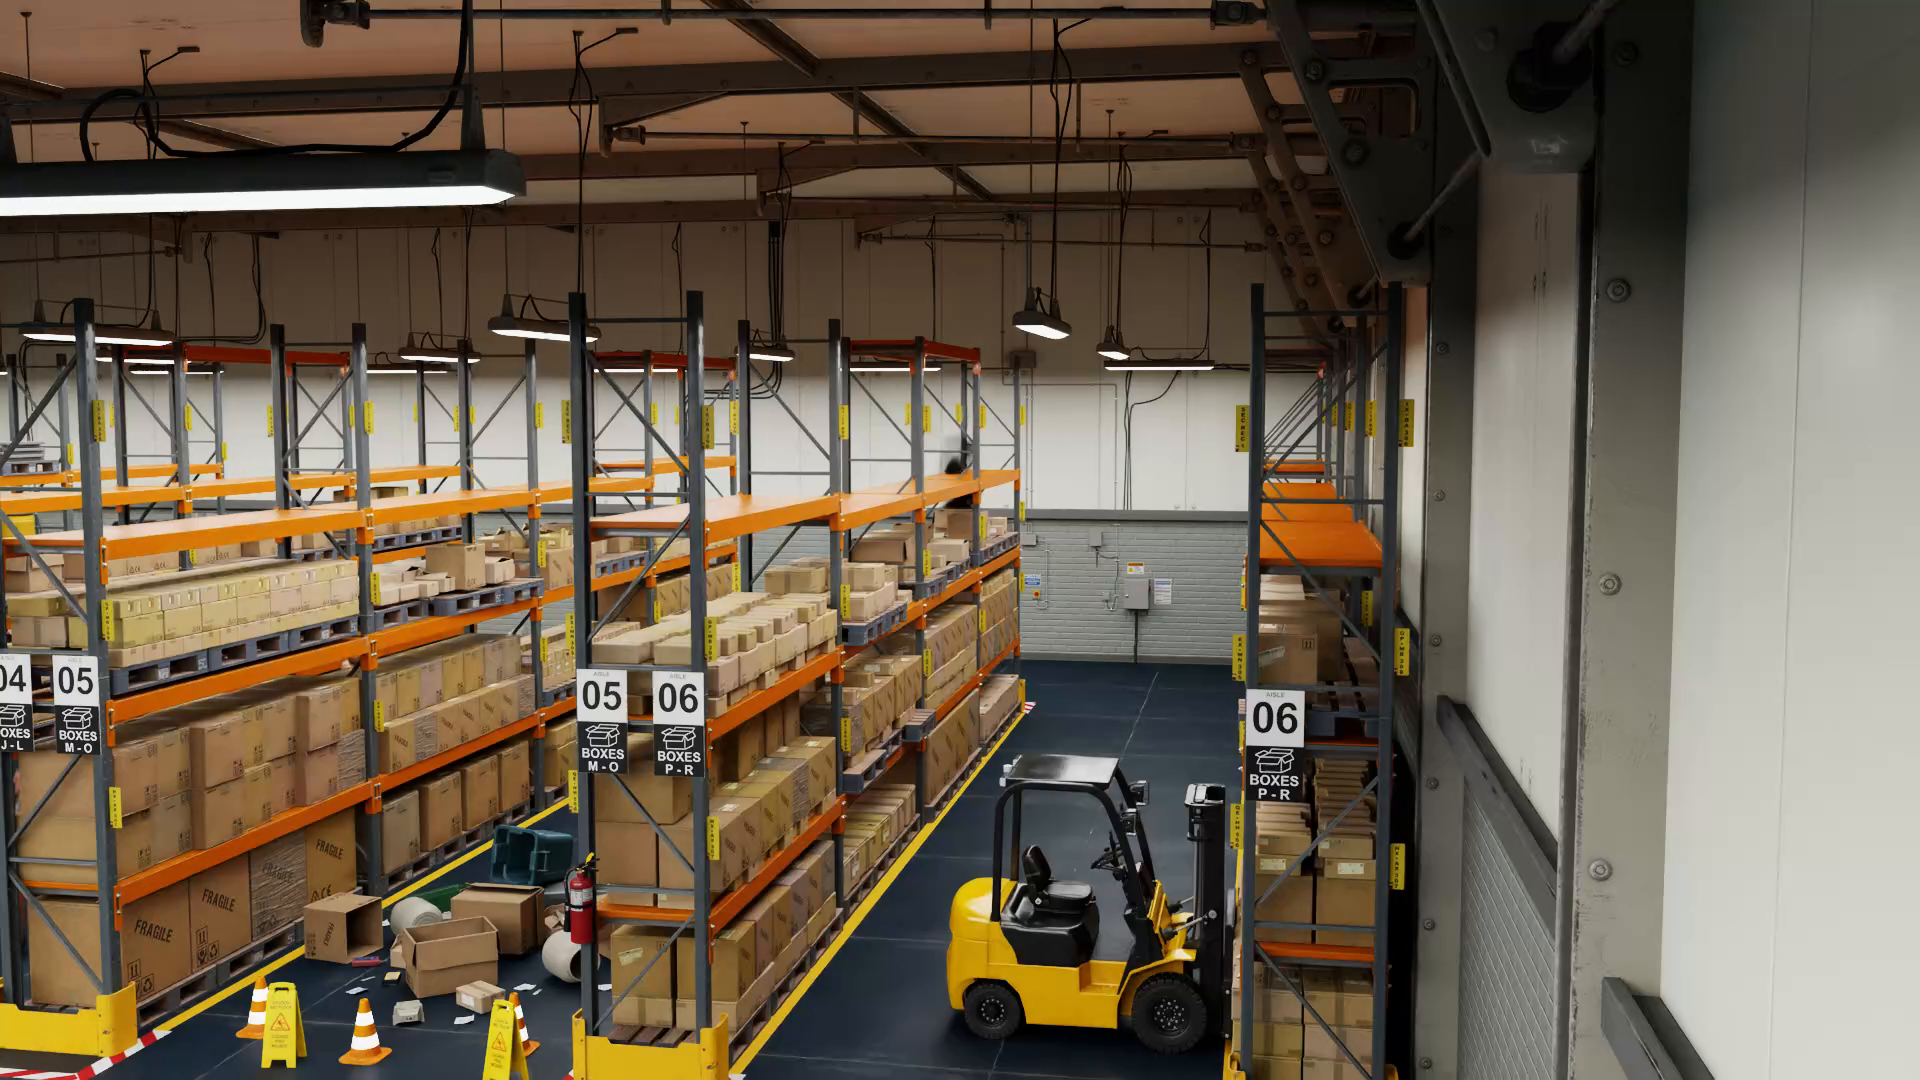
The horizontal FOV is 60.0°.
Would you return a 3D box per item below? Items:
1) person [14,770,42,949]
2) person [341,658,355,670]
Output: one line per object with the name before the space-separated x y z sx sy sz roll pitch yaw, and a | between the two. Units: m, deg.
person | -8.884 3.044 15.834 0.663 1.743 0.908 1 5 9
person | -8.624 2.468 23.491 0.585 1.640 0.669 1 5 7
